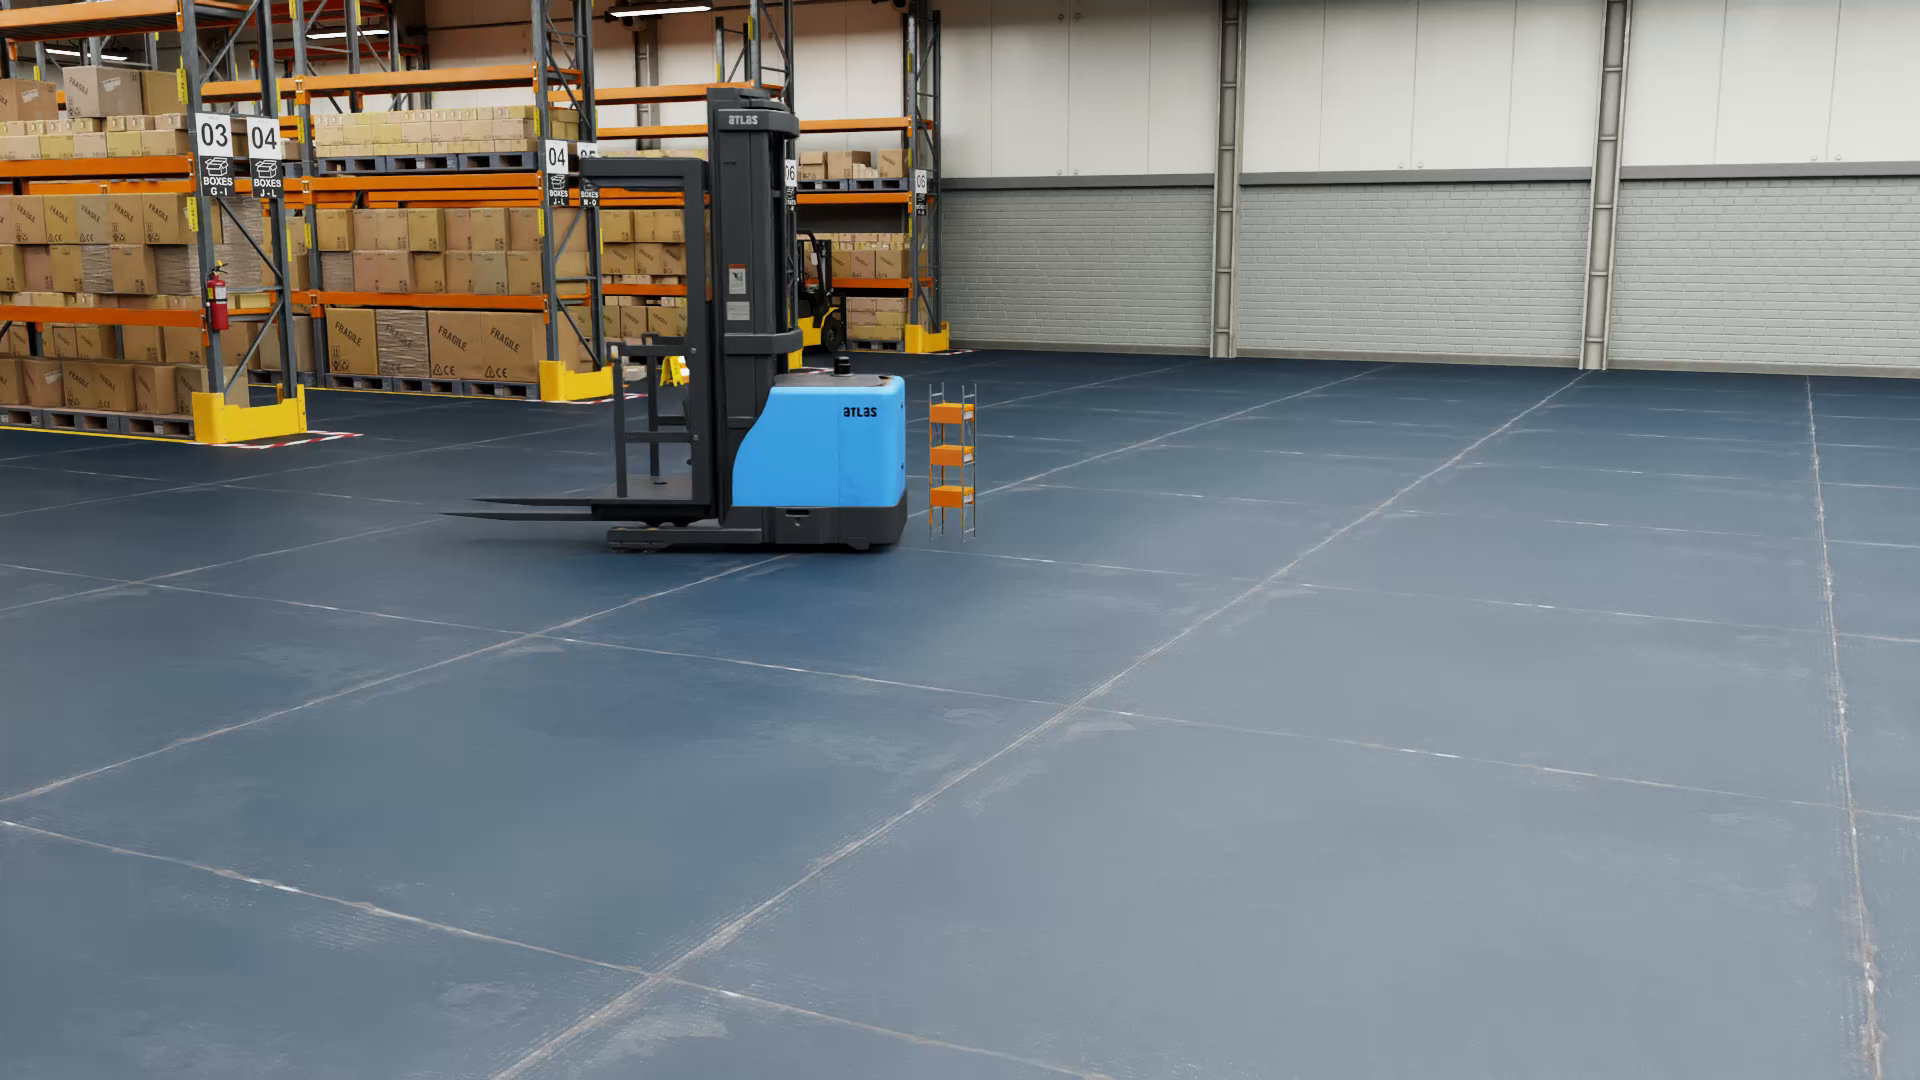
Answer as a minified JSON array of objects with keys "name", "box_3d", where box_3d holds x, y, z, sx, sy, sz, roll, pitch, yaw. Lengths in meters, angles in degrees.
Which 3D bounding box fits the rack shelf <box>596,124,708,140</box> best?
[{"name":"rack shelf","box_3d":[-5.998,-7.778,32.080,4.000,0.370,1.077,5,11,26]}]

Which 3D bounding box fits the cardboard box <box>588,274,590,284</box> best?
[{"name":"cardboard box","box_3d":[-5.756,-4.199,26.712,0.250,0.149,0.380,5,11,26]}]

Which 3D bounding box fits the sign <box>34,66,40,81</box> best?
[{"name":"sign","box_3d":[-17.410,-8.773,31.369,0.005,0.325,0.100,5,11,26]}]

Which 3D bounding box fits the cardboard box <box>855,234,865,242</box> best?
[{"name":"cardboard box","box_3d":[-1.704,-5.475,30.123,0.250,0.149,0.380,5,11,26]}]

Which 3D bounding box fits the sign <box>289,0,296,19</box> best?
[{"name":"sign","box_3d":[-8.727,-6.990,21.742,0.005,0.325,0.100,5,11,26]}]

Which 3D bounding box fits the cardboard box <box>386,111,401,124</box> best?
[{"name":"cardboard box","box_3d":[-7.179,-5.445,21.477,0.250,0.149,0.380,5,11,26]}]

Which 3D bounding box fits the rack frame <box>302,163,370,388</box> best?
[{"name":"rack frame","box_3d":[-8.497,-3.627,22.850,0.127,3.000,1.000,5,11,26]}]

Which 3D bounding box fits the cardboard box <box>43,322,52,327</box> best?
[{"name":"cardboard box","box_3d":[-13.720,-3.381,25.222,0.500,0.250,0.500,5,12,27]}]

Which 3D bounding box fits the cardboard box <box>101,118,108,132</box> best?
[{"name":"cardboard box","box_3d":[-8.460,-4.197,16.877,0.250,0.149,0.380,5,11,26]}]

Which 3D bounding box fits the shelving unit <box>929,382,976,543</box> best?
[{"name":"shelving unit","box_3d":[-0.048,-0.521,11.160,0.252,1.050,0.215,5,11,26]}]

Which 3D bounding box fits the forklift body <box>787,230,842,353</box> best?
[{"name":"forklift body","box_3d":[-3.125,-4.344,29.194,1.214,2.155,2.313,5,11,26]}]

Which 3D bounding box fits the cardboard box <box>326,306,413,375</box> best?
[{"name":"cardboard box","box_3d":[-7.964,-2.728,22.667,0.875,0.875,0.875,5,11,27]}]

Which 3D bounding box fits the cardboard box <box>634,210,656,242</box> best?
[{"name":"cardboard box","box_3d":[-4.705,-4.930,26.124,0.500,0.500,0.700,5,11,25]}]

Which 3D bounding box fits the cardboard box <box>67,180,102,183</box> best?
[{"name":"cardboard box","box_3d":[-12.709,-5.472,24.340,0.500,0.500,0.500,5,11,26]}]

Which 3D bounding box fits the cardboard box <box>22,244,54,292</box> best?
[{"name":"cardboard box","box_3d":[-9.481,-2.925,17.854,0.500,0.500,0.875,5,11,26]}]

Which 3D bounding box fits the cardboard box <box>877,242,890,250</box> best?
[{"name":"cardboard box","box_3d":[-1.295,-5.270,29.825,0.250,0.149,0.380,5,12,27]}]

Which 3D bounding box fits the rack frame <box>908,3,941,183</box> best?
[{"name":"rack frame","box_3d":[-0.618,-7.856,29.368,0.127,3.000,1.000,5,11,26]}]

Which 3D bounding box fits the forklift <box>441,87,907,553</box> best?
[{"name":"forklift","box_3d":[-1.897,-1.450,11.010,3.031,2.935,1.130,0,10,2]}]

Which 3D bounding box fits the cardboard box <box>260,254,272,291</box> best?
[{"name":"cardboard box","box_3d":[-9.537,-3.715,23.053,0.500,0.500,0.500,5,11,25]}]

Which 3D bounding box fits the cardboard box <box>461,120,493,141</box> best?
[{"name":"cardboard box","box_3d":[-5.921,-5.150,20.967,0.500,0.250,0.500,5,11,26]}]

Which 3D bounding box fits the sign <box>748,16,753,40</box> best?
[{"name":"sign","box_3d":[-3.074,-7.513,24.408,0.005,0.325,0.100,5,11,26]}]

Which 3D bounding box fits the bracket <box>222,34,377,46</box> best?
[{"name":"bracket","box_3d":[-14.444,-10.951,36.360,4.783,0.066,0.076,5,11,26]}]

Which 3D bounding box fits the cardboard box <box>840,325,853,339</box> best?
[{"name":"cardboard box","box_3d":[-2.065,-3.826,30.487,0.500,0.250,0.500,5,11,26]}]

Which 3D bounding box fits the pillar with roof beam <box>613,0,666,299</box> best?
[{"name":"pillar with roof beam","box_3d":[-8.129,-7.840,29.280,0.548,9.000,9.100,5,11,26]}]

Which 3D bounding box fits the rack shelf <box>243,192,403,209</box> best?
[{"name":"rack shelf","box_3d":[-11.778,-6.021,29.672,4.000,0.370,1.077,5,11,26]}]

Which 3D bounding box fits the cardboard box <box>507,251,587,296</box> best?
[{"name":"cardboard box","box_3d":[-5.263,-3.408,21.217,0.550,0.550,0.875,5,11,26]}]

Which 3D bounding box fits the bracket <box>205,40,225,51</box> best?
[{"name":"bracket","box_3d":[-16.770,-11.155,37.489,0.430,0.232,0.235,5,11,26]}]

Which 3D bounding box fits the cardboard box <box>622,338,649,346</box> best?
[{"name":"cardboard box","box_3d":[-5.027,-3.108,26.524,0.500,0.250,0.500,5,11,25]}]

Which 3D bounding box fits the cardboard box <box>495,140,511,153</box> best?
[{"name":"cardboard box","box_3d":[-5.584,-4.913,20.774,0.250,0.149,0.380,5,11,26]}]

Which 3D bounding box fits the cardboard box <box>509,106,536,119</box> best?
[{"name":"cardboard box","box_3d":[-5.362,-5.285,20.594,0.250,0.149,0.380,5,11,26]}]

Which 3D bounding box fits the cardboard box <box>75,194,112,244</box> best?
[{"name":"cardboard box","box_3d":[-8.696,-3.298,17.105,0.500,0.500,0.500,5,11,26]}]

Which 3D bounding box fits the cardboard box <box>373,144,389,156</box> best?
[{"name":"cardboard box","box_3d":[-7.408,-5.073,21.659,0.250,0.149,0.380,5,11,25]}]

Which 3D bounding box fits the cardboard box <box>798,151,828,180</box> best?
[{"name":"cardboard box","box_3d":[-2.504,-6.831,30.380,0.637,0.503,0.797,5,12,28]}]

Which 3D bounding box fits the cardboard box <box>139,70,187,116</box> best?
[{"name":"cardboard box","box_3d":[-8.407,-4.606,17.313,0.500,0.500,0.500,5,11,26]}]

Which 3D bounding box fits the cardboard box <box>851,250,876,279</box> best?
[{"name":"cardboard box","box_3d":[-1.636,-4.992,30.110,0.500,0.500,0.500,5,12,28]}]

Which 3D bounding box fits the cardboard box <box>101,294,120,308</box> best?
[{"name":"cardboard box","box_3d":[-8.671,-2.490,17.270,0.250,0.149,0.380,5,11,26]}]

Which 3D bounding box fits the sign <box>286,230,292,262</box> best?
[{"name":"sign","box_3d":[-6.955,-3.041,17.178,0.005,0.325,0.100,5,11,26]}]

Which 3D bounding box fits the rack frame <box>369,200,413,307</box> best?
[{"name":"rack frame","box_3d":[-9.985,-4.741,29.004,0.127,3.000,1.000,5,11,26]}]

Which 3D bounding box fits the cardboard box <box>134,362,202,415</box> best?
[{"name":"cardboard box","box_3d":[-8.299,-1.598,17.478,0.500,0.500,0.500,9,14,41]}]

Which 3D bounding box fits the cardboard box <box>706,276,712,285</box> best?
[{"name":"cardboard box","box_3d":[-3.737,-4.008,25.660,0.250,0.149,0.380,5,11,25]}]

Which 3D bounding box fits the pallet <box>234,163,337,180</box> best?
[{"name":"pallet","box_3d":[-9.341,-5.074,22.956,1.217,0.209,0.805,5,11,24]}]

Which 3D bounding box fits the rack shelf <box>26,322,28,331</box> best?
[{"name":"rack shelf","box_3d":[-12.576,-2.647,19.452,4.000,0.370,1.077,5,11,26]}]

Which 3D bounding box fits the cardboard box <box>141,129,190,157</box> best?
[{"name":"cardboard box","box_3d":[-7.740,-3.928,16.508,0.500,0.250,0.500,5,12,27]}]

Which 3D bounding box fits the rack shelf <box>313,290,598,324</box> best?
[{"name":"rack shelf","box_3d":[-6.704,-3.116,22.044,4.000,0.370,1.077,5,11,26]}]

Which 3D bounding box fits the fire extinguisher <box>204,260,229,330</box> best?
[{"name":"fire extinguisher","box_3d":[-7.297,-2.407,16.326,0.183,0.674,0.296,5,11,26]}]

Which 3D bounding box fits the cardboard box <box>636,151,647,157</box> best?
[{"name":"cardboard box","box_3d":[-4.829,-5.984,25.918,0.250,0.149,0.380,5,12,27]}]
